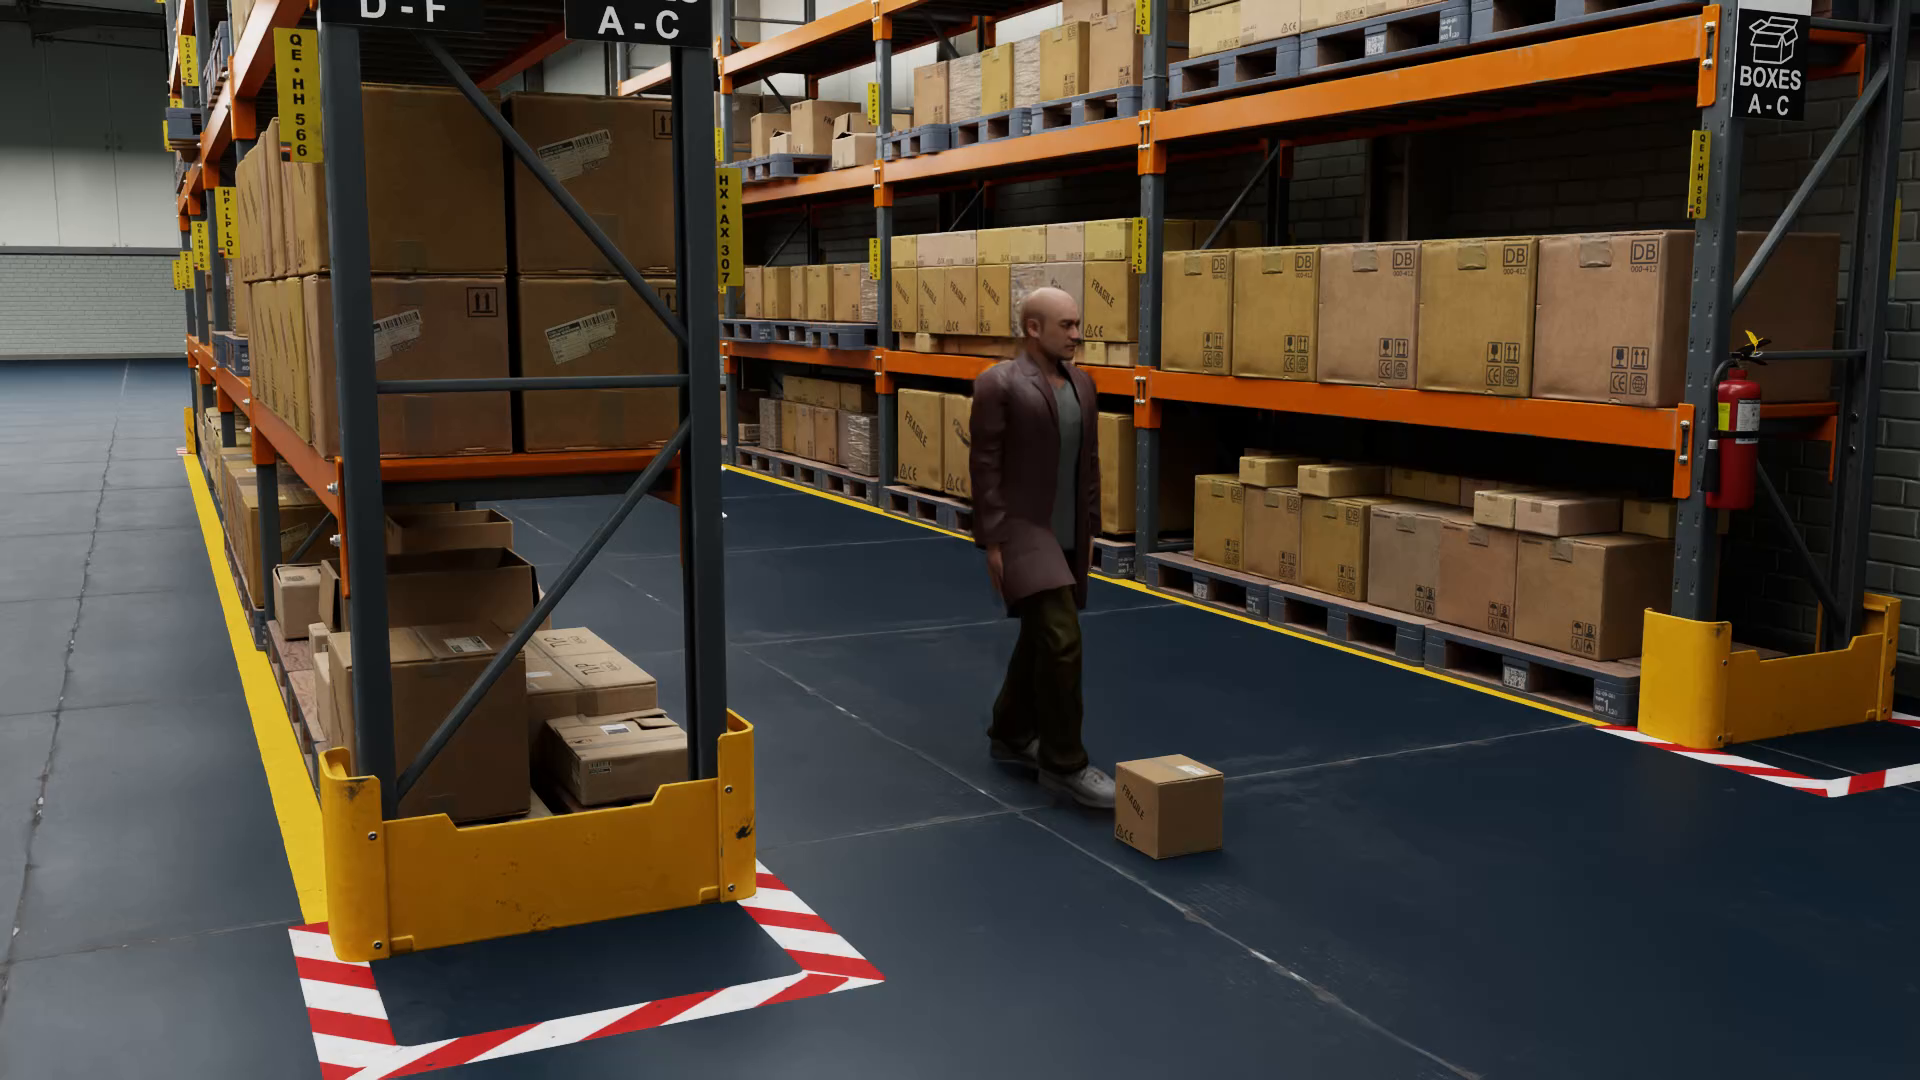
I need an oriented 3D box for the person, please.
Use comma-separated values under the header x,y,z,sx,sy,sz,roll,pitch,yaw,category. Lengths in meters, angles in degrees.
x,y,z,sx,sy,sz,roll,pitch,yaw,category
0.327,0.001,5.802,0.601,1.745,0.817,-7,11,-41,person
